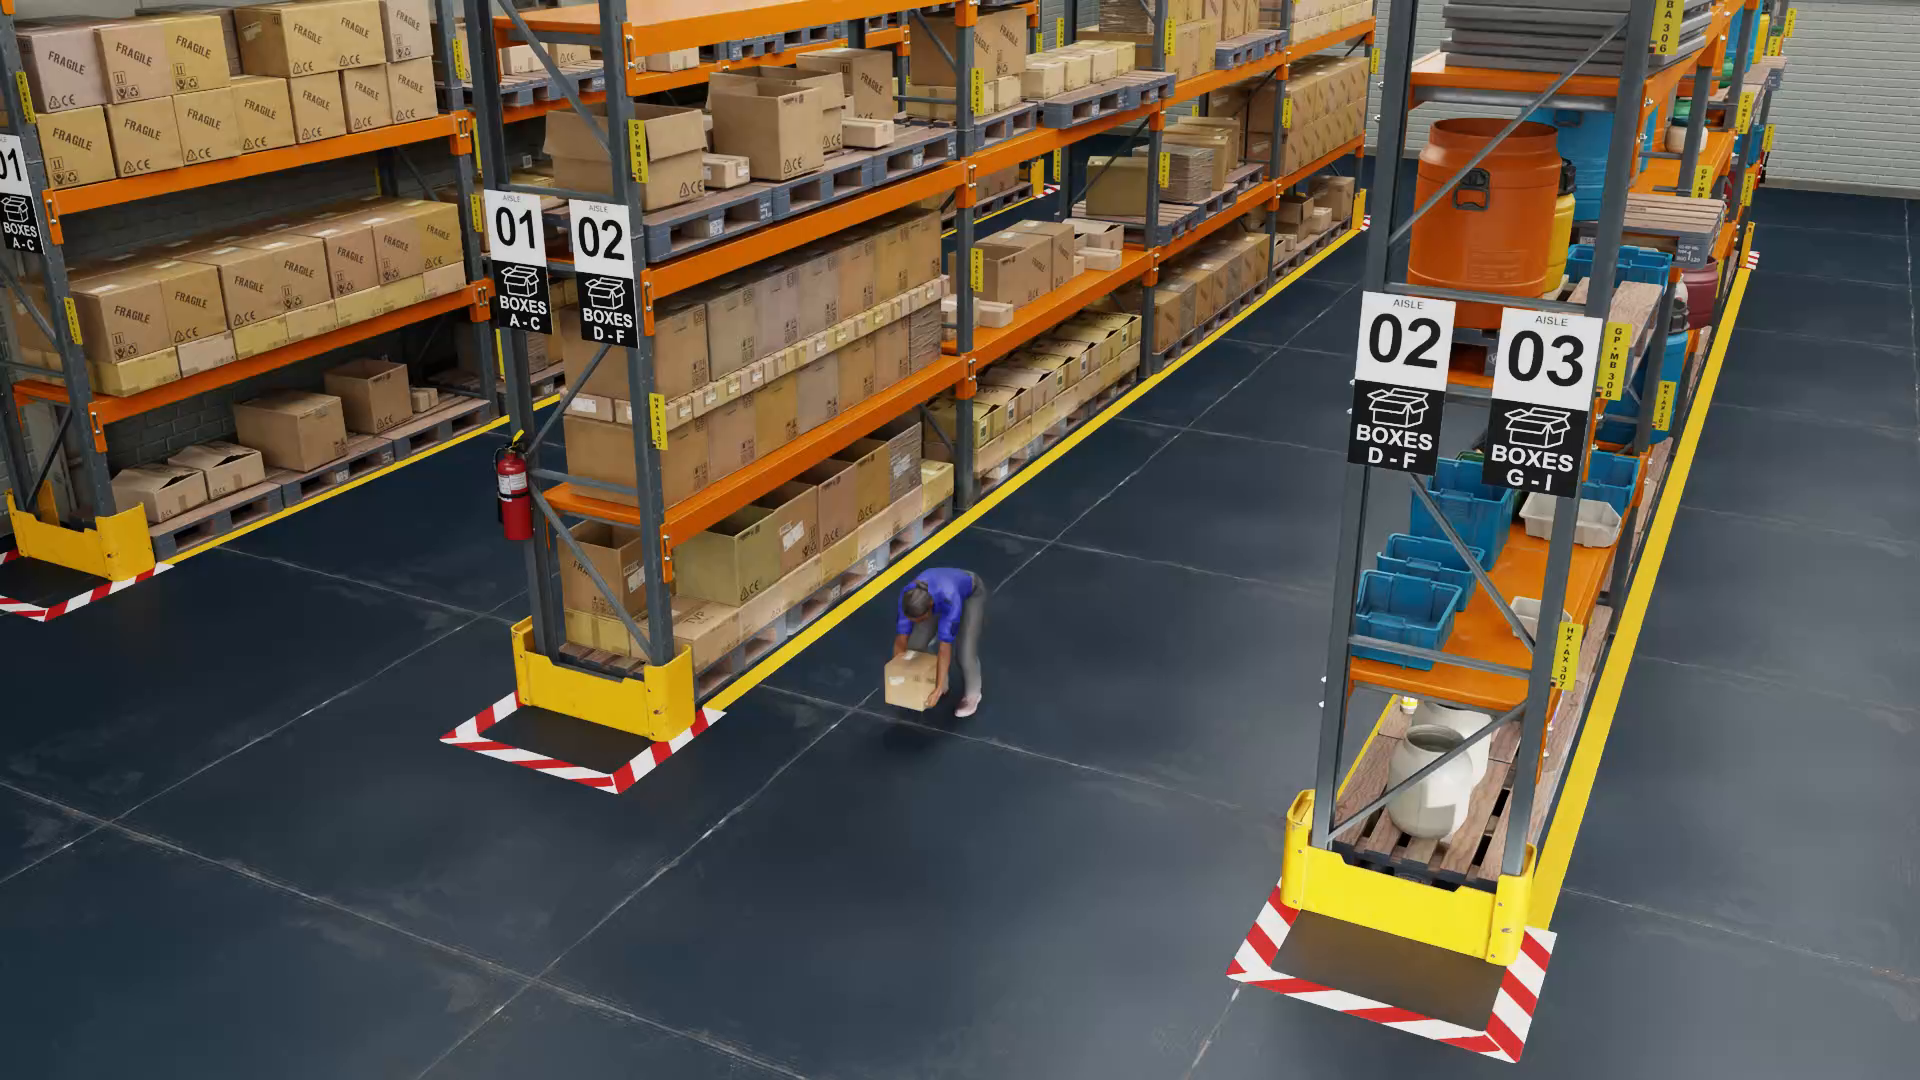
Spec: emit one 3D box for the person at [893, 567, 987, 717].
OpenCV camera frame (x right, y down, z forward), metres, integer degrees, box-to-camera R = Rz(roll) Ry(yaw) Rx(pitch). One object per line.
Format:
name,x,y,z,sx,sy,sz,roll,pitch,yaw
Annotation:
person,-0.129,0.621,10.099,0.461,1.012,0.861,10,25,22
